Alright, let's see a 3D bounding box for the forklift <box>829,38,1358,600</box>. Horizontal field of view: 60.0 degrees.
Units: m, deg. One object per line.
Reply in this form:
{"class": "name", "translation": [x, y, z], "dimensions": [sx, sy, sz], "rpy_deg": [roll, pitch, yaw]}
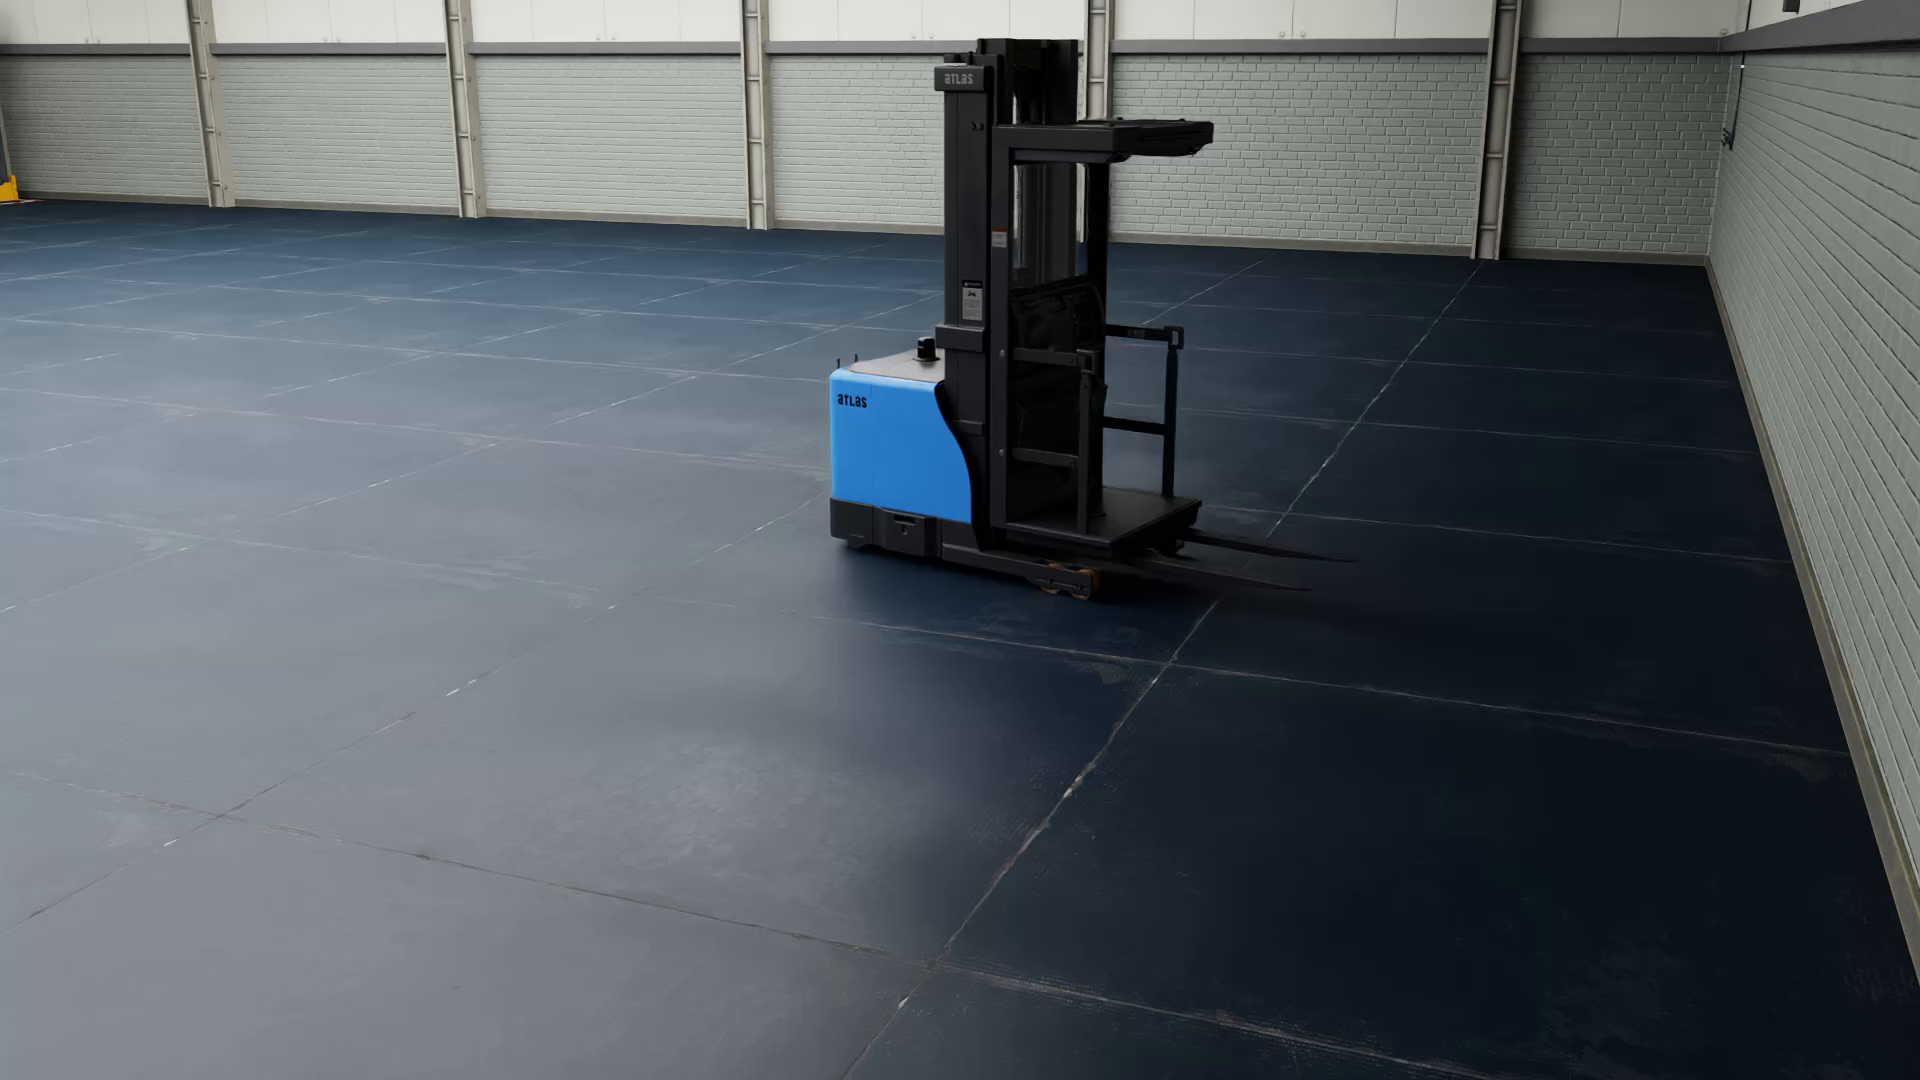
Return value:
{"class": "forklift", "translation": [0.724, -1.252, 9.227], "dimensions": [3.031, 2.935, 1.130], "rpy_deg": [11, 19, 33]}

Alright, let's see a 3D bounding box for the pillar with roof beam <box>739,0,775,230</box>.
{"class": "pillar with roof beam", "translation": [-5.010, -8.581, 23.589], "dimensions": [0.400, 9.000, 9.100], "rpy_deg": [6, 17, 21]}

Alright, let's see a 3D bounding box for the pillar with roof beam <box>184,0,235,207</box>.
{"class": "pillar with roof beam", "translation": [-16.173, -9.808, 27.818], "dimensions": [0.400, 9.000, 9.100], "rpy_deg": [6, 17, 21]}

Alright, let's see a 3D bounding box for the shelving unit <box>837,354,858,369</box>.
{"class": "shelving unit", "translation": [-0.601, -0.620, 10.428], "dimensions": [0.252, 1.050, 0.215], "rpy_deg": [11, 19, 33]}

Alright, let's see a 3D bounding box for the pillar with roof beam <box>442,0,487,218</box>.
{"class": "pillar with roof beam", "translation": [-10.591, -9.194, 25.704], "dimensions": [0.400, 9.000, 9.100], "rpy_deg": [6, 17, 21]}

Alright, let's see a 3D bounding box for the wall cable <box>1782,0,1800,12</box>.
{"class": "wall cable", "translation": [6.490, -6.998, 12.038], "dimensions": [0.169, 6.003, 2.305], "rpy_deg": [6, 17, 21]}

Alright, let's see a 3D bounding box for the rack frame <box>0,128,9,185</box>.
{"class": "rack frame", "translation": [-19.858, -8.352, 33.564], "dimensions": [0.127, 3.000, 1.000], "rpy_deg": [6, 17, 21]}

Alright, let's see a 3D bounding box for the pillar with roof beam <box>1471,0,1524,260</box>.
{"class": "pillar with roof beam", "translation": [6.153, -7.353, 19.361], "dimensions": [0.400, 9.000, 9.100], "rpy_deg": [6, 17, 21]}

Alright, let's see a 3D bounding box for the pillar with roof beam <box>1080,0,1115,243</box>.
{"class": "pillar with roof beam", "translation": [0.572, -7.967, 21.475], "dimensions": [0.400, 9.000, 9.100], "rpy_deg": [6, 17, 21]}

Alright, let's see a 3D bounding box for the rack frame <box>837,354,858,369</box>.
{"class": "rack frame", "translation": [-0.702, -0.640, 10.493], "dimensions": [0.008, 1.050, 0.200], "rpy_deg": [11, 19, 33]}

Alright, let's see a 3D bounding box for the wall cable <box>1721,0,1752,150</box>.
{"class": "wall cable", "translation": [9.988, -6.334, 21.420], "dimensions": [0.112, 2.526, 3.097], "rpy_deg": [6, 17, 21]}

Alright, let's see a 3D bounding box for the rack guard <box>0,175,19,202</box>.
{"class": "rack guard", "translation": [-19.835, -7.149, 33.904], "dimensions": [0.348, 0.500, 1.175], "rpy_deg": [6, 17, 21]}

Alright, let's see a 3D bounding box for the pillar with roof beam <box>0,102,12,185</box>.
{"class": "pillar with roof beam", "translation": [-21.754, -10.422, 29.932], "dimensions": [0.400, 9.000, 9.100], "rpy_deg": [6, 17, 21]}
